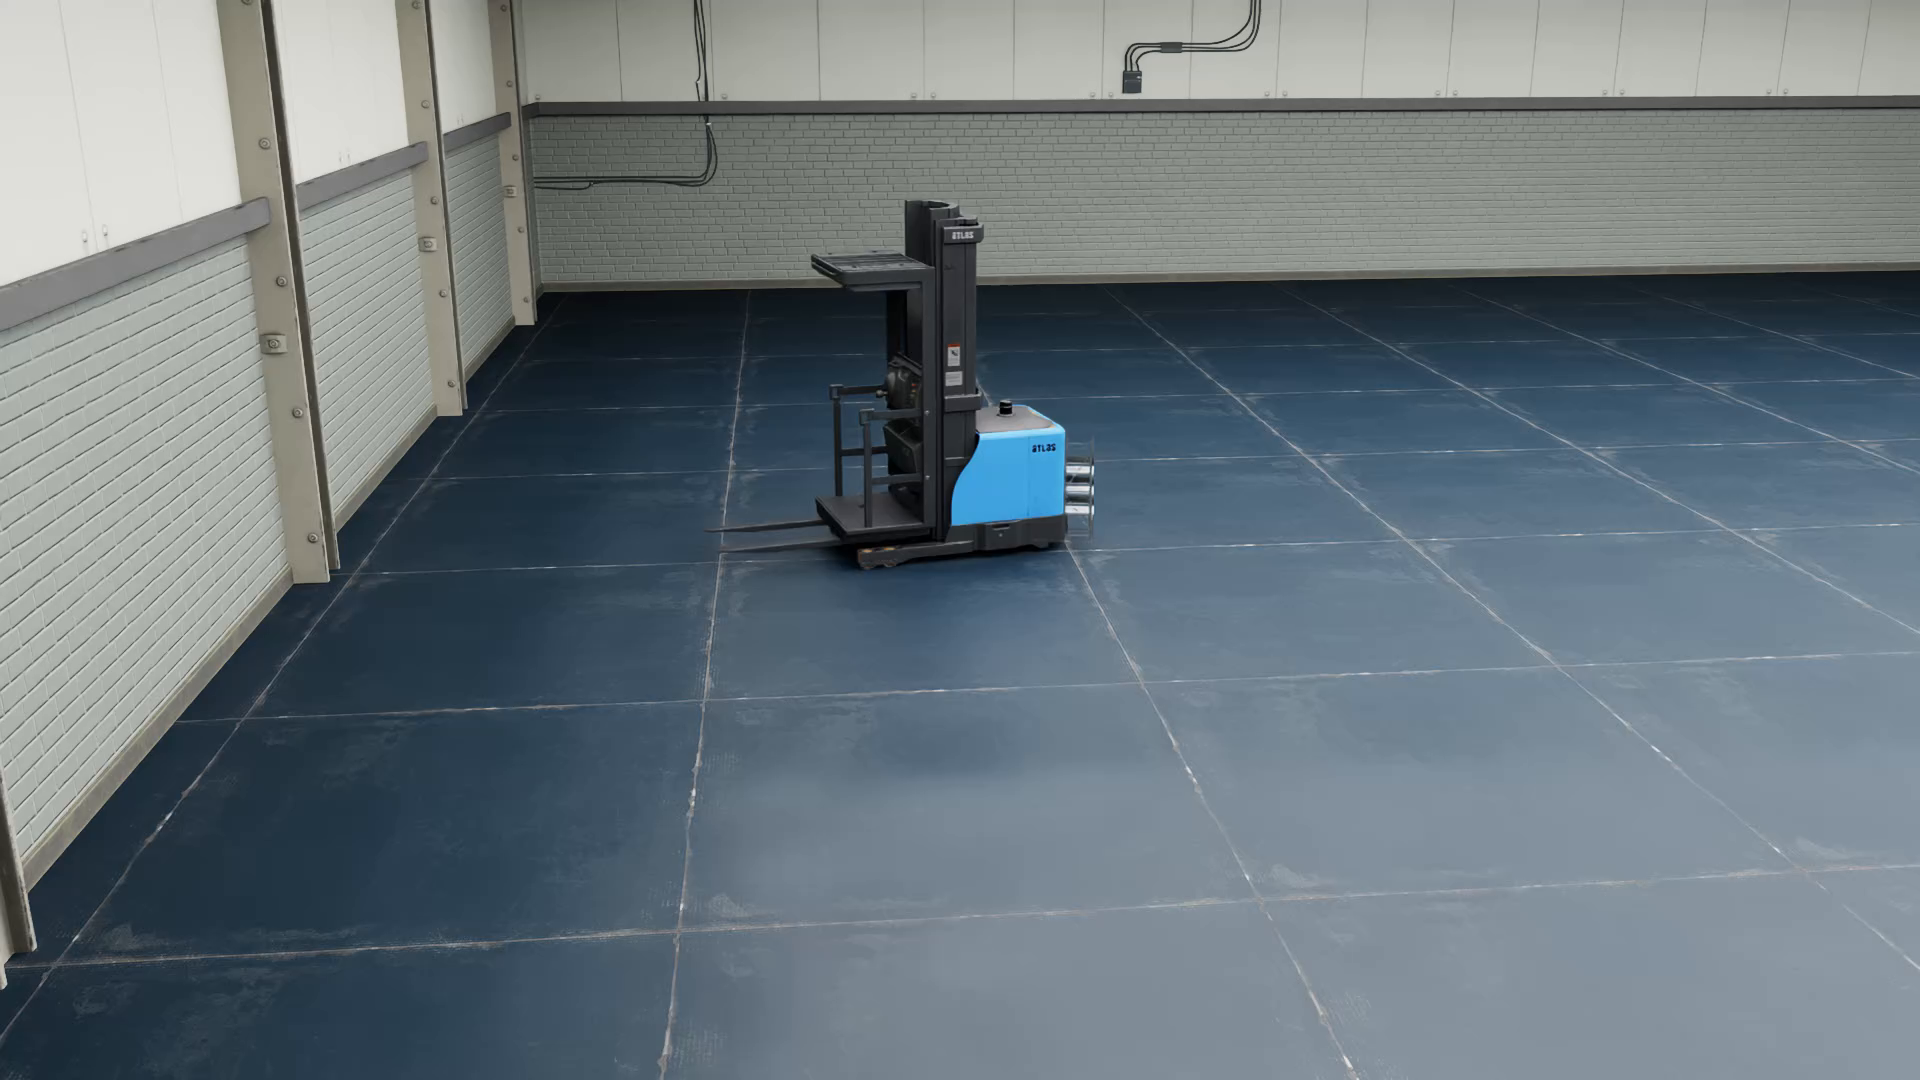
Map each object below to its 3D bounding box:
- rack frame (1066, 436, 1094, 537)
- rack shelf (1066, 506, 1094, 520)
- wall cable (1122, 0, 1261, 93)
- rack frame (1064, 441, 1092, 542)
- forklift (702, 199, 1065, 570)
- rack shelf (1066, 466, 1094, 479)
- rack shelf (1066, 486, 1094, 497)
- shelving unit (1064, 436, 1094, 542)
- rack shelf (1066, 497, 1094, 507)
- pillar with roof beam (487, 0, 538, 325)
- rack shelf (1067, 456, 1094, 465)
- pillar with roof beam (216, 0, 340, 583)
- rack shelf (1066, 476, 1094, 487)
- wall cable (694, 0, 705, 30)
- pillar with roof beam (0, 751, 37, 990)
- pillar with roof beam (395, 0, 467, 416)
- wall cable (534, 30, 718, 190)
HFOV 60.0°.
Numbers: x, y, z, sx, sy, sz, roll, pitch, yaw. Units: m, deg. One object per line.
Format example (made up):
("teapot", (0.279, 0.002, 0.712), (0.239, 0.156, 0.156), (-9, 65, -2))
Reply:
("rack frame", (1.053, -0.470, 14.651), (0.240, 0.900, 0.006), (1, 15, 8))
("rack shelf", (1.042, -0.238, 14.608), (0.258, 0.077, 0.200), (1, 15, 8))
("wall cable", (3.885, -10.408, 27.127), (2.305, 6.003, 0.169), (-2, 18, -6))
("rack frame", (1.025, -0.419, 14.456), (0.240, 0.900, 0.006), (1, 15, 8))
("forklift", (-0.664, -1.328, 14.013), (3.031, 2.935, 1.130), (-6, 18, -18))
("rack shelf", (1.037, -0.586, 14.516), (0.258, 0.077, 0.200), (1, 15, 8))
("rack shelf", (1.039, -0.412, 14.562), (0.258, 0.077, 0.200), (1, 15, 8))
("shelving unit", (1.039, -0.444, 14.554), (0.258, 0.900, 0.210), (1, 15, 8))
("rack shelf", (1.041, -0.325, 14.585), (0.258, 0.077, 0.200), (1, 15, 8))
("pillar with roof beam", (-2.288, -7.711, 24.215), (9.100, 9.000, 0.400), (-2, 18, -6))
("rack shelf", (1.036, -0.673, 14.494), (0.258, 0.077, 0.200), (1, 15, 8))
("pillar with roof beam", (-1.051, -4.136, 12.827), (9.100, 9.000, 0.400), (-2, 18, -6))
("rack shelf", (1.038, -0.499, 14.539), (0.258, 0.077, 0.200), (1, 15, 8))
("wall cable", (-2.868, -9.508, 26.692), (3.097, 2.526, 0.112), (-2, 18, -6))
("pillar with roof beam", (-0.432, -2.348, 7.133), (9.100, 9.000, 0.400), (-2, 18, -6))
("pillar with roof beam", (-1.670, -5.923, 18.521), (9.100, 9.000, 0.400), (-2, 18, -6))
("wall cable", (-5.559, -7.015, 27.182), (3.097, 2.526, 0.112), (-2, 18, -6))
